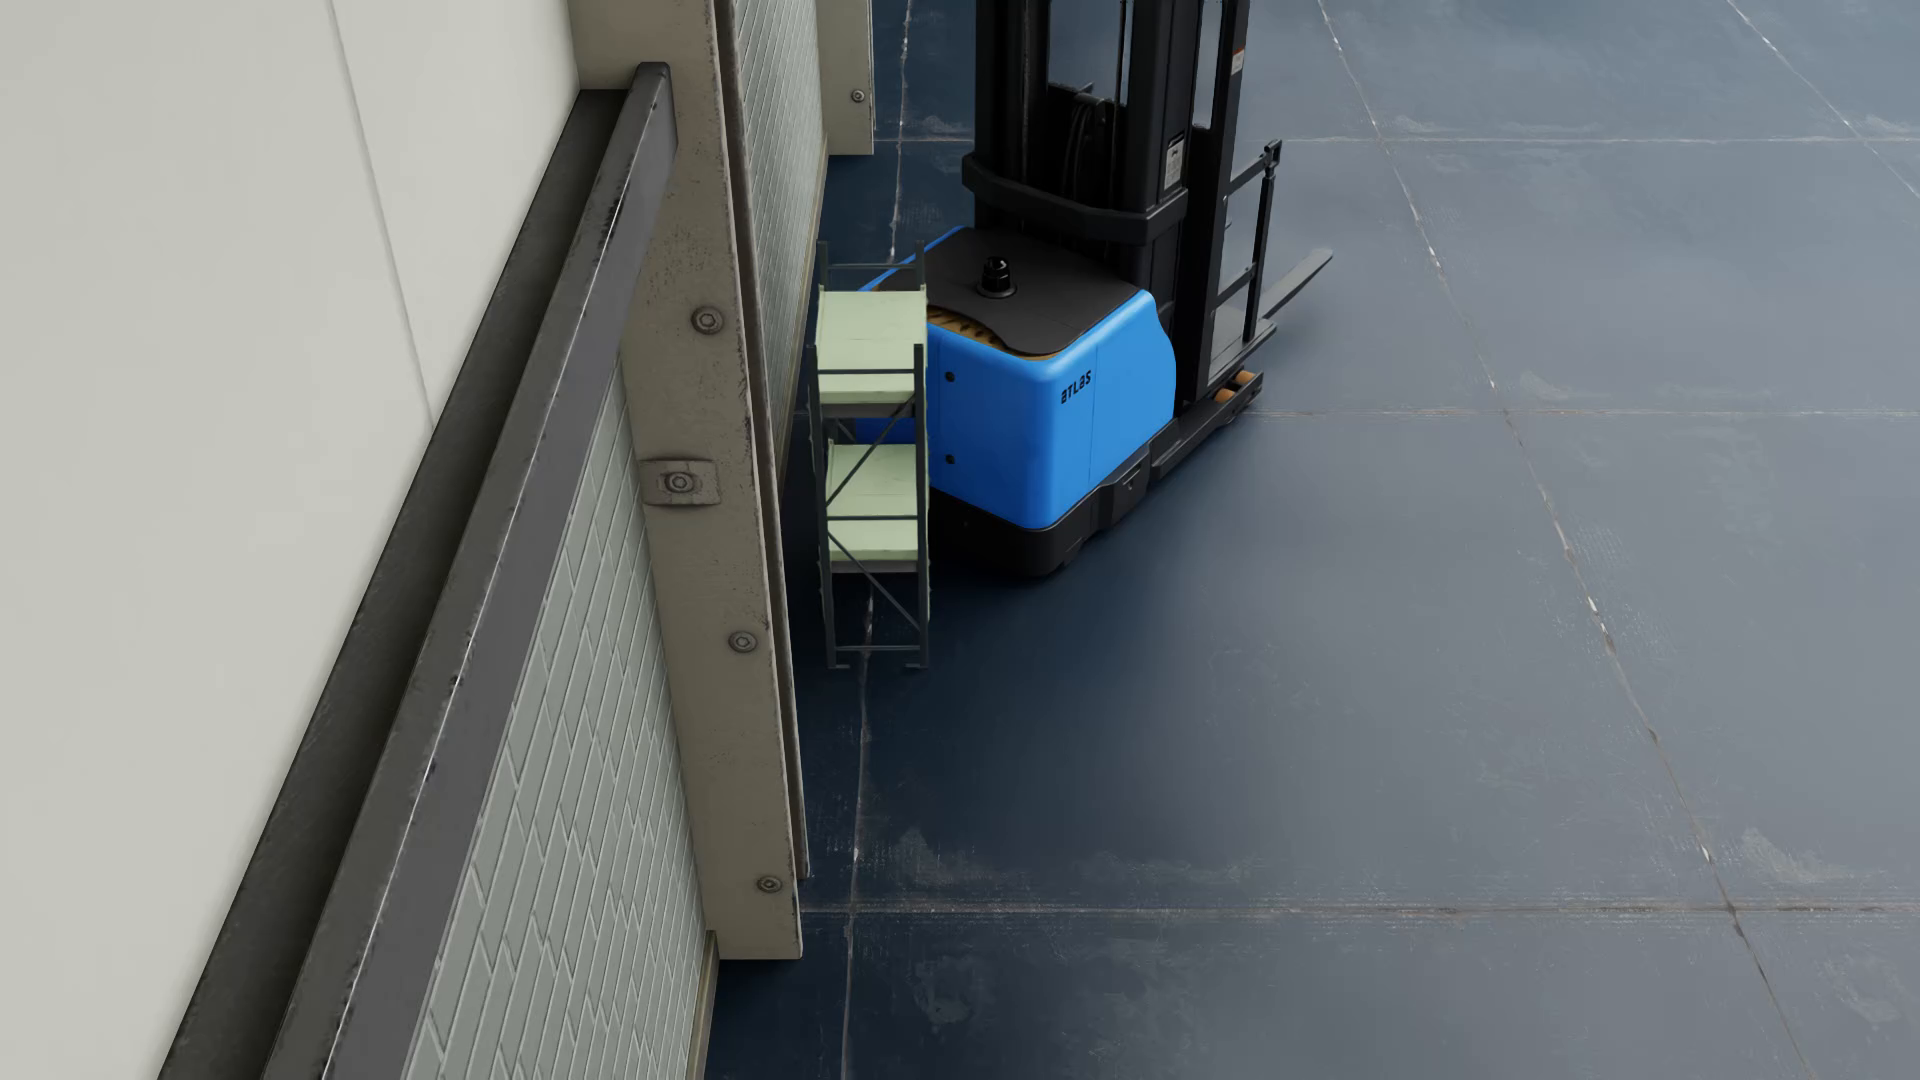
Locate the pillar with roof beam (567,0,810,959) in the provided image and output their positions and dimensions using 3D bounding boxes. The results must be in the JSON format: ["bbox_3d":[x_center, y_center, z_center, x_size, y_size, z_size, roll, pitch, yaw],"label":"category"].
[{"bbox_3d":[3.624,-2.249,2.861,9.100,9.000,0.400,0,39,0],"label":"pillar with roof beam"}]

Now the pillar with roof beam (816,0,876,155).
[{"bbox_3d":[3.617,-6.002,7.543,9.100,9.000,0.400,0,39,0],"label":"pillar with roof beam"}]

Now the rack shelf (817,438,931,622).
[{"bbox_3d":[-0.330,-0.053,6.638,0.431,0.370,0.720,-1,39,-1],"label":"rack shelf"}]

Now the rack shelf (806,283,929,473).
[{"bbox_3d":[-0.330,-0.611,6.190,0.431,0.370,0.720,-1,39,-1],"label":"rack shelf"}]

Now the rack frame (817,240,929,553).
[{"bbox_3d":[-0.335,-0.536,6.719,0.400,1.500,0.023,-1,39,-1],"label":"rack frame"}]

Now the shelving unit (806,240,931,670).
[{"bbox_3d":[-0.330,-0.307,6.434,0.431,1.500,0.755,-1,39,-1],"label":"shelving unit"}]

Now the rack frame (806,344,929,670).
[{"bbox_3d":[-0.325,-0.078,6.148,0.400,1.500,0.023,-1,39,-1],"label":"rack frame"}]

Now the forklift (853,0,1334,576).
[{"bbox_3d":[0.810,-1.864,7.233,1.130,2.935,3.031,25,45,28],"label":"forklift"}]
